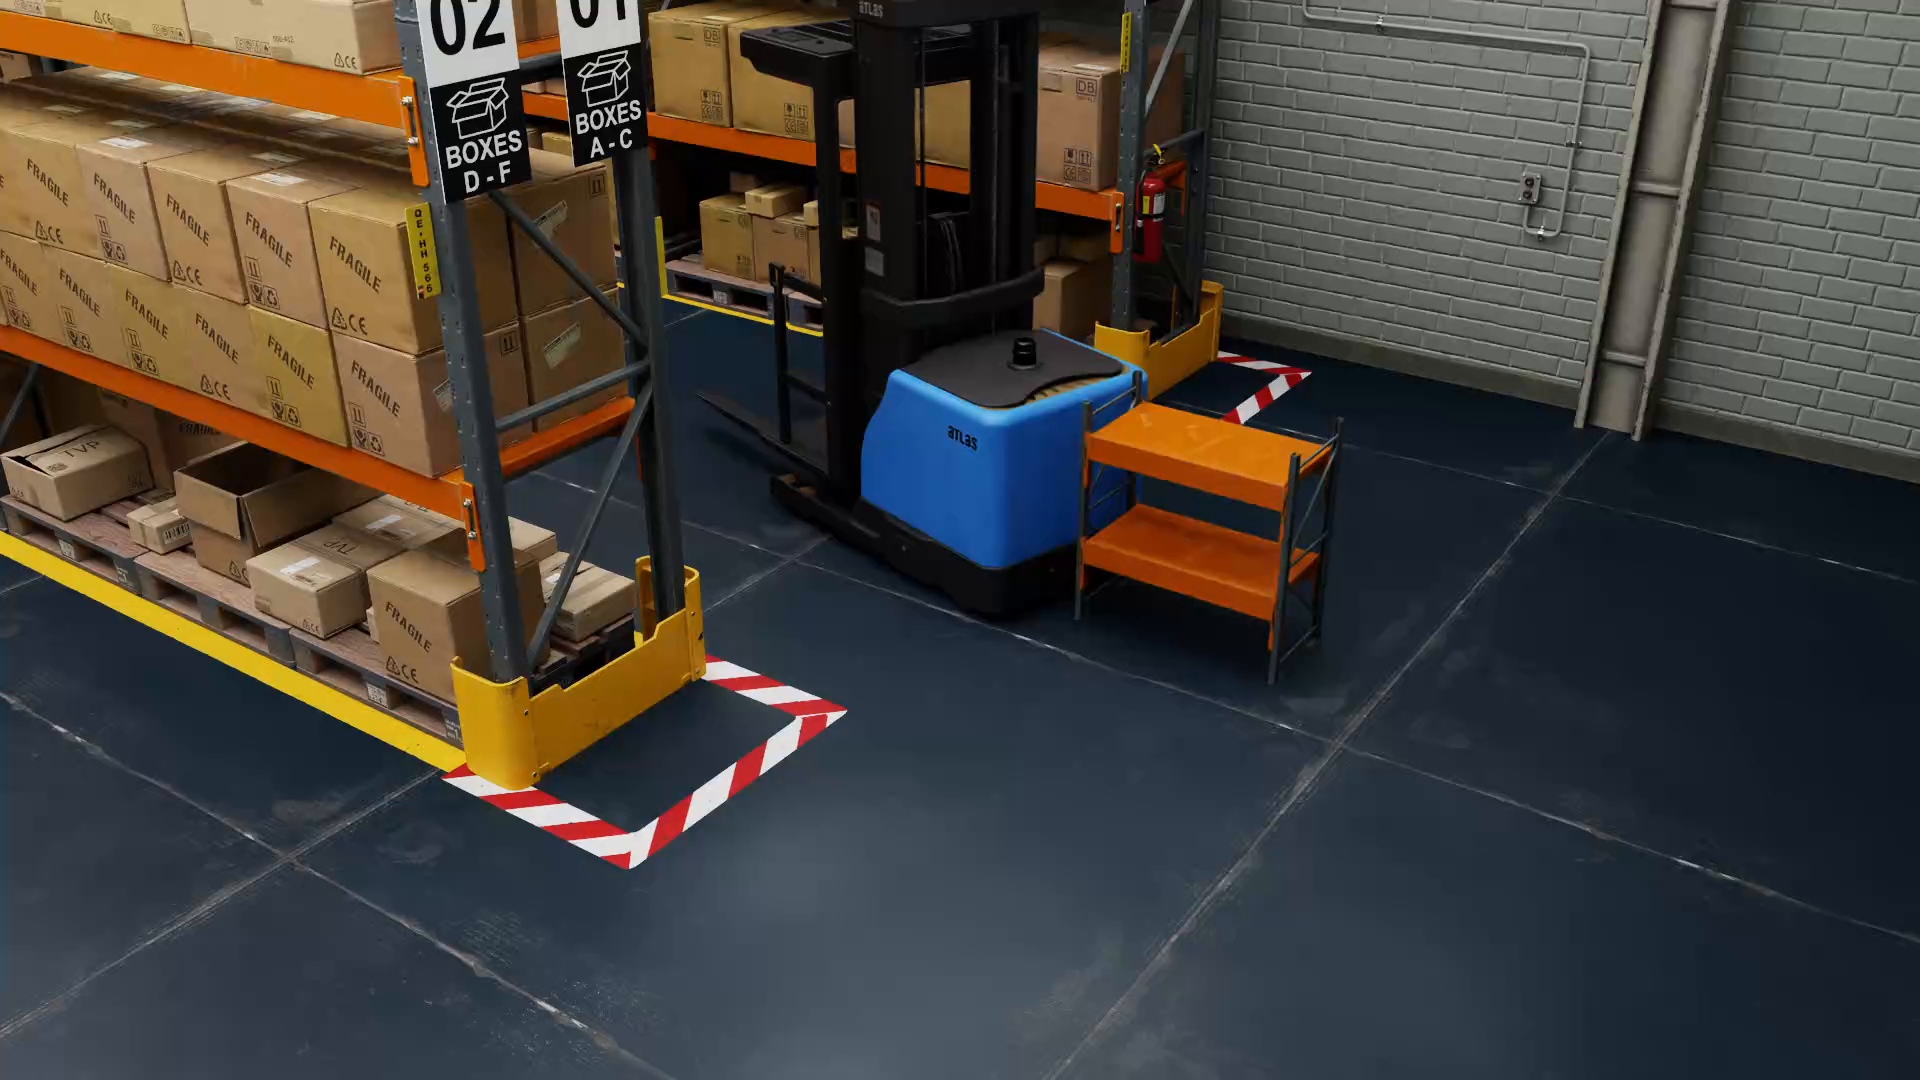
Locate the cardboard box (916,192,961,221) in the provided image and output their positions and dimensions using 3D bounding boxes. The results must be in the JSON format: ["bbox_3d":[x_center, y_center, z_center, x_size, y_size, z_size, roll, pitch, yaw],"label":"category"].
[{"bbox_3d":[-0.200,-2.275,11.492,0.250,0.149,0.380,18,32,31],"label":"cardboard box"}]

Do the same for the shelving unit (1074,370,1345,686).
[{"bbox_3d":[1.122,-0.075,7.657,1.048,1.125,0.538,18,32,31],"label":"shelving unit"}]

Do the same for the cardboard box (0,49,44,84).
[{"bbox_3d":[-9.506,-4.818,17.182,0.500,0.500,0.500,15,30,27],"label":"cardboard box"}]

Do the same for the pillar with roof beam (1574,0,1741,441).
[{"bbox_3d":[1.541,-3.097,4.915,0.400,9.000,9.100,17,32,30],"label":"pillar with roof beam"}]

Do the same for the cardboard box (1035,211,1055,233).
[{"bbox_3d":[0.428,-2.080,11.108,0.250,0.149,0.380,17,32,30],"label":"cardboard box"}]

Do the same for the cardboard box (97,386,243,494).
[{"bbox_3d":[-4.205,-0.619,8.931,0.500,0.500,0.500,17,32,30],"label":"cardboard box"}]

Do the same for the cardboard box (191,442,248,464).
[{"bbox_3d":[-3.587,-0.342,8.595,0.500,0.311,0.500,17,32,30],"label":"cardboard box"}]

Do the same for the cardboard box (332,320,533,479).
[{"bbox_3d":[-2.062,-0.608,6.527,0.500,0.500,0.500,18,32,32],"label":"cardboard box"}]

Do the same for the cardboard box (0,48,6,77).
[{"bbox_3d":[-10.360,-5.029,17.596,0.500,0.500,0.700,15,31,27],"label":"cardboard box"}]

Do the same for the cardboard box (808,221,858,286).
[{"bbox_3d":[-0.641,-2.010,11.686,0.500,0.500,0.700,18,32,31],"label":"cardboard box"}]

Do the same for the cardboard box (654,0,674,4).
[{"bbox_3d":[-2.266,-4.166,12.342,0.500,0.250,0.500,18,32,32],"label":"cardboard box"}]

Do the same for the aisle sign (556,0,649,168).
[{"bbox_3d":[-1.316,-1.801,6.116,0.004,0.787,0.394,17,32,30],"label":"aisle sign"}]

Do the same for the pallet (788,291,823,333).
[{"bbox_3d":[-0.442,-1.650,11.760,1.213,0.211,1.003,17,32,30],"label":"pallet"}]

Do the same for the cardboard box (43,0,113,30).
[{"bbox_3d":[-3.339,-2.244,6.711,0.500,0.250,0.500,17,32,30],"label":"cardboard box"}]

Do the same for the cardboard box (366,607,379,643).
[{"bbox_3d":[-2.409,0.331,7.431,0.250,0.166,0.380,17,32,30],"label":"cardboard box"}]

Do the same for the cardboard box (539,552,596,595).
[{"bbox_3d":[-1.895,0.216,7.657,0.250,0.166,0.380,17,32,30],"label":"cardboard box"}]

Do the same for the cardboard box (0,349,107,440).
[{"bbox_3d":[-5.096,-0.875,9.433,0.500,0.500,0.500,16,31,28],"label":"cardboard box"}]

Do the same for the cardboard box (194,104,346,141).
[{"bbox_3d":[-3.019,-1.645,7.462,0.500,0.500,0.500,17,32,30],"label":"cardboard box"}]

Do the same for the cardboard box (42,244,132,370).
[{"bbox_3d":[-3.735,-1.130,7.552,0.500,0.500,0.500,17,32,30],"label":"cardboard box"}]

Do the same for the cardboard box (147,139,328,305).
[{"bbox_3d":[-2.908,-1.313,6.810,0.500,0.500,0.500,18,32,32],"label":"cardboard box"}]

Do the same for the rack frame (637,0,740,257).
[{"bbox_3d":[-2.034,-3.430,12.183,0.127,3.000,1.000,17,32,30],"label":"rack frame"}]

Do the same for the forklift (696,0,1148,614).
[{"bbox_3d":[-0.387,-1.556,8.577,1.130,2.935,3.031,-20,33,-34],"label":"forklift"}]

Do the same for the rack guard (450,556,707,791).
[{"bbox_3d":[-1.601,0.544,7.129,0.348,0.500,1.175,17,32,30],"label":"rack guard"}]

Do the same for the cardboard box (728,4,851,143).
[{"bbox_3d":[-0.997,-3.229,11.457,0.700,0.700,0.980,16,31,29],"label":"cardboard box"}]

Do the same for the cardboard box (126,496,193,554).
[{"bbox_3d":[-3.893,-0.104,8.285,0.250,0.166,0.380,17,32,30],"label":"cardboard box"}]

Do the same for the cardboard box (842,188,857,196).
[{"bbox_3d":[-0.622,-2.407,11.749,0.250,0.149,0.380,18,32,31],"label":"cardboard box"}]

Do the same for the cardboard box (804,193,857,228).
[{"bbox_3d":[-0.866,-2.272,11.485,0.250,0.149,0.380,16,31,29],"label":"cardboard box"}]

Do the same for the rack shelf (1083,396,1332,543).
[{"bbox_3d":[1.122,-0.336,7.524,1.000,0.278,0.538,18,32,31],"label":"rack shelf"}]

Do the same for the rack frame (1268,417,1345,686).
[{"bbox_3d":[1.539,0.057,7.398,0.032,1.125,0.500,18,32,31],"label":"rack frame"}]

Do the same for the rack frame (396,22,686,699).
[{"bbox_3d":[-1.538,-0.550,6.524,0.127,3.000,1.000,17,32,30],"label":"rack frame"}]

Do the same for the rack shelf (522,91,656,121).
[{"bbox_3d":[-3.682,-3.623,13.356,4.000,0.370,1.077,17,32,30],"label":"rack shelf"}]

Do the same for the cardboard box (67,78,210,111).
[{"bbox_3d":[-3.848,-1.904,7.971,0.500,0.500,0.500,17,31,29],"label":"cardboard box"}]

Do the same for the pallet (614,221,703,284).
[{"bbox_3d":[-2.713,-2.358,13.150,1.213,0.211,1.003,17,32,30],"label":"pallet"}]

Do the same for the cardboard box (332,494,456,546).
[{"bbox_3d":[-2.650,-0.023,8.035,0.500,0.250,0.500,17,32,30],"label":"cardboard box"}]

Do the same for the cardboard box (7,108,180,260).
[{"bbox_3d":[-3.757,-1.577,7.329,0.500,0.500,0.500,16,31,29],"label":"cardboard box"}]

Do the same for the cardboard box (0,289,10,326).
[{"bbox_3d":[-4.570,-1.389,8.062,0.500,0.500,0.500,18,32,32],"label":"cardboard box"}]

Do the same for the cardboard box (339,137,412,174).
[{"bbox_3d":[-2.190,-1.384,6.950,0.500,0.500,0.500,18,32,31],"label":"cardboard box"}]

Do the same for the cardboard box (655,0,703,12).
[{"bbox_3d":[-2.270,-3.829,12.506,0.500,0.500,0.500,16,31,29],"label":"cardboard box"}]

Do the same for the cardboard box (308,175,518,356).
[{"bbox_3d":[-2.061,-1.052,6.297,0.500,0.500,0.500,17,32,30],"label":"cardboard box"}]

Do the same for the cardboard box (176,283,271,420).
[{"bbox_3d":[-2.899,-0.870,7.042,0.500,0.500,0.500,18,32,31],"label":"cardboard box"}]

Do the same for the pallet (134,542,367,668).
[{"bbox_3d":[-3.260,0.155,8.213,1.213,0.211,1.003,17,32,30],"label":"pallet"}]

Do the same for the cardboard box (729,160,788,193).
[{"bbox_3d":[-1.483,-2.674,12.274,0.250,0.149,0.380,17,32,30],"label":"cardboard box"}]

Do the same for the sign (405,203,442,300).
[{"bbox_3d":[-1.869,-1.005,5.792,0.005,0.325,0.100,17,32,30],"label":"sign"}]

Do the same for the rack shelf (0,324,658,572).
[{"bbox_3d":[-3.187,-0.743,7.696,4.000,0.370,1.077,17,32,30],"label":"rack shelf"}]

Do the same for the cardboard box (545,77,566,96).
[{"bbox_3d":[-2.882,-3.448,12.472,0.250,0.149,0.380,18,32,32],"label":"cardboard box"}]

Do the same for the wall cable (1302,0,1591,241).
[{"bbox_3d":[2.854,-2.881,9.983,1.851,1.984,0.084,17,32,30],"label":"wall cable"}]

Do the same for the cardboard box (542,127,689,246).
[{"bbox_3d":[-2.643,-2.778,12.808,0.750,0.750,0.750,18,32,31],"label":"cardboard box"}]

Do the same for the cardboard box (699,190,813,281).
[{"bbox_3d":[-1.475,-2.273,12.202,0.500,0.500,0.700,18,32,31],"label":"cardboard box"}]

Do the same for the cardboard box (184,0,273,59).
[{"bbox_3d":[-2.517,-1.986,6.204,0.500,0.250,0.500,17,32,30],"label":"cardboard box"}]

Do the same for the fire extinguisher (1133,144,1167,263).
[{"bbox_3d":[1.126,-1.991,9.852,0.183,0.674,0.296,17,32,30],"label":"fire extinguisher"}]

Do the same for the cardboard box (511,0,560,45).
[{"bbox_3d":[-1.818,-2.047,6.324,0.500,0.250,0.500,17,32,30],"label":"cardboard box"}]

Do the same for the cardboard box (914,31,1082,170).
[{"bbox_3d":[0.231,-2.847,10.706,0.700,0.700,0.980,17,32,30],"label":"cardboard box"}]

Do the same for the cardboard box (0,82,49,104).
[{"bbox_3d":[-4.606,-1.841,7.849,0.500,0.500,0.500,18,32,32],"label":"cardboard box"}]

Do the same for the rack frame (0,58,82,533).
[{"bbox_3d":[-4.835,-1.577,8.542,0.127,3.000,1.000,17,32,30],"label":"rack frame"}]

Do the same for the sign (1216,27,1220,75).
[{"bbox_3d":[1.582,-3.030,10.355,0.005,0.325,0.100,17,32,30],"label":"sign"}]
